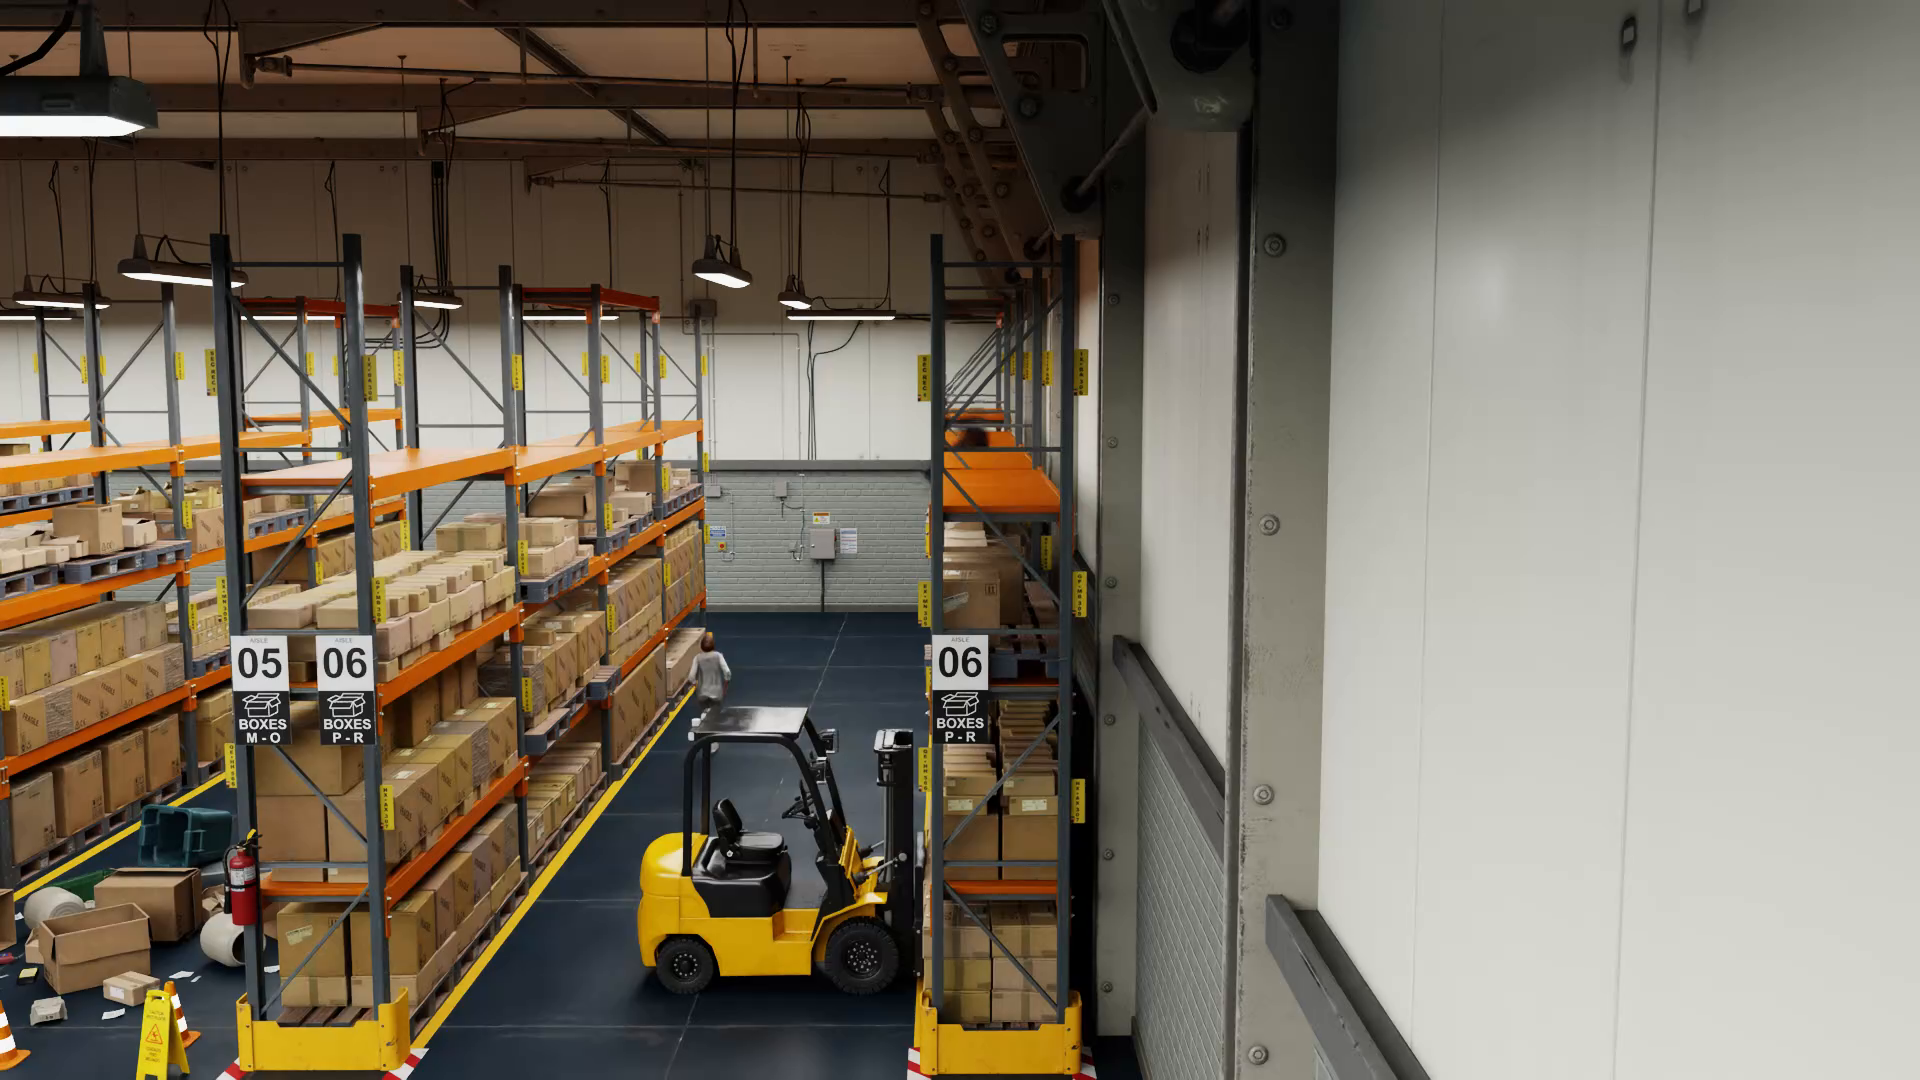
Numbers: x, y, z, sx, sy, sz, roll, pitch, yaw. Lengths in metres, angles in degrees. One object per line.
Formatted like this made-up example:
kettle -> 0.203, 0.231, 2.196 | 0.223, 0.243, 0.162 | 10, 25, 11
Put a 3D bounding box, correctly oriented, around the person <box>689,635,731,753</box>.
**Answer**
person -> -3.247, 2.021, 21.640 | 0.546, 1.542, 0.496 | -1, 6, -6
